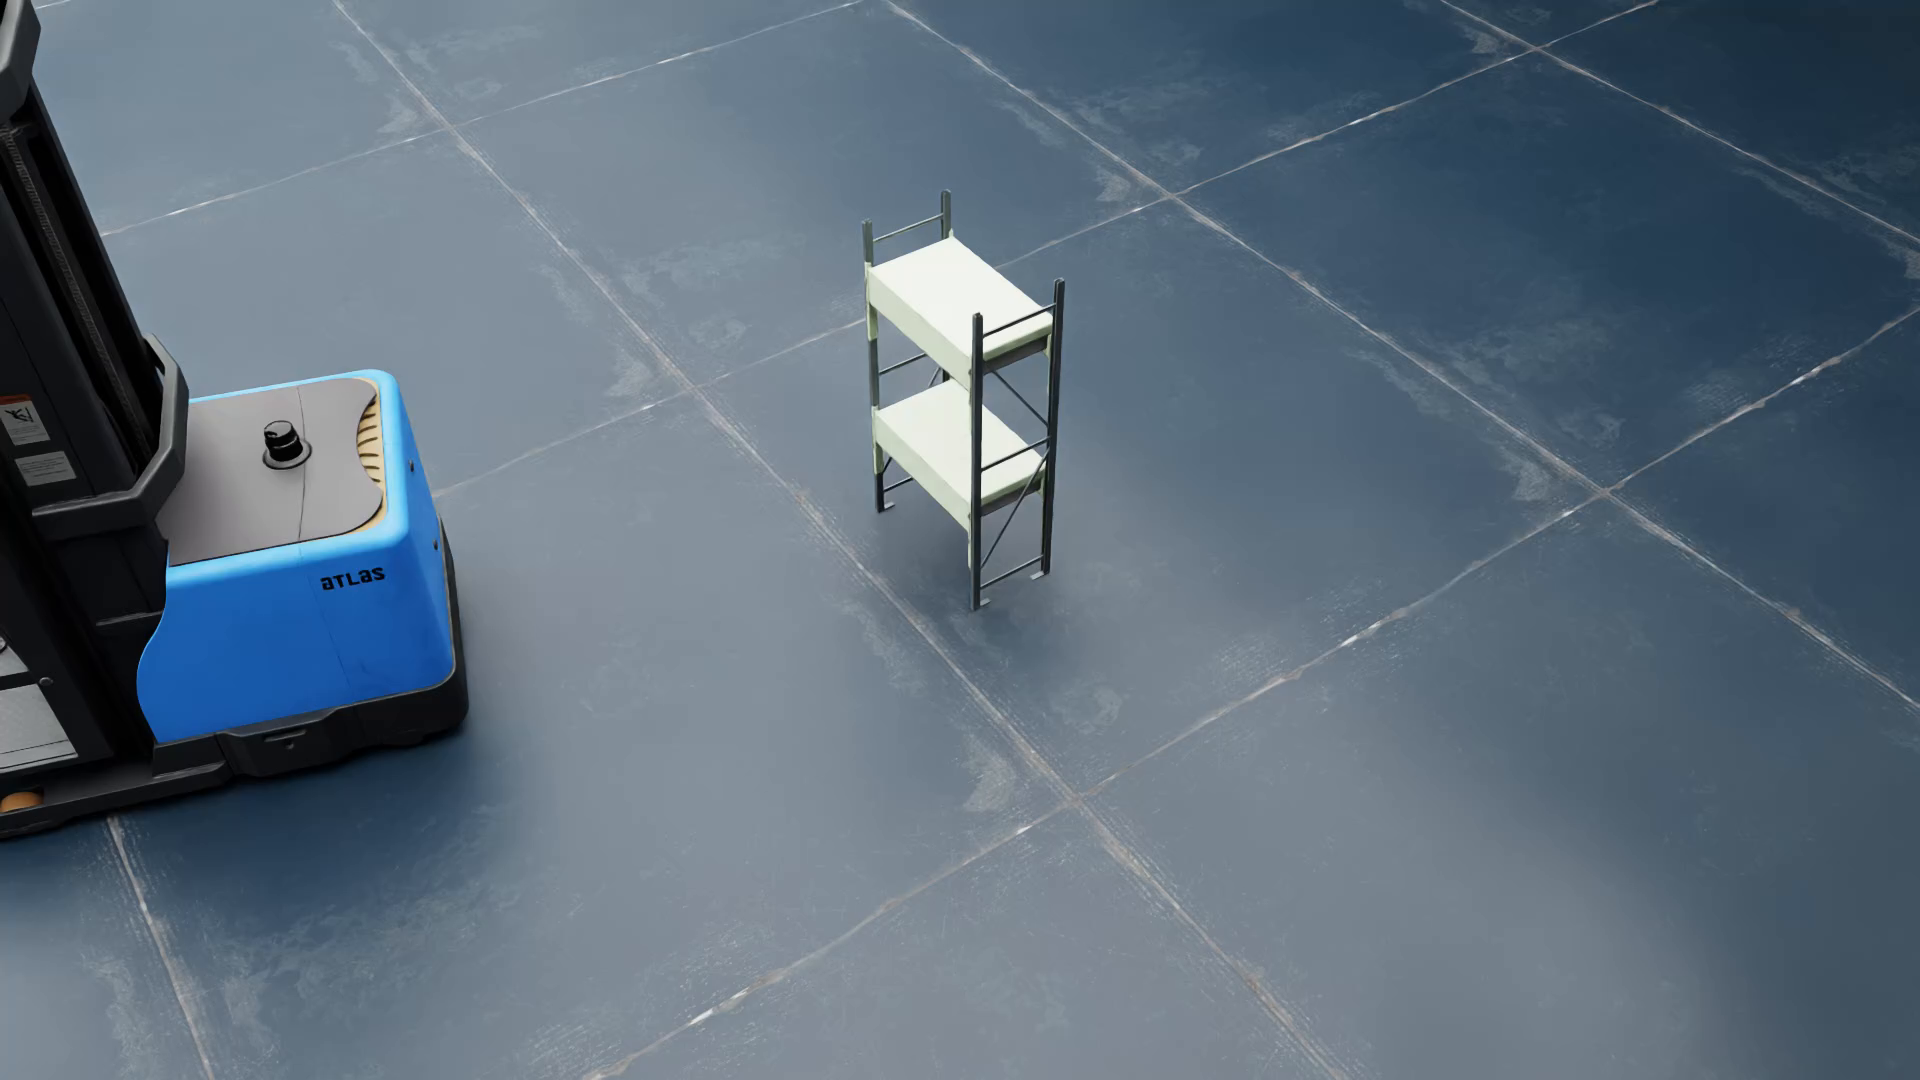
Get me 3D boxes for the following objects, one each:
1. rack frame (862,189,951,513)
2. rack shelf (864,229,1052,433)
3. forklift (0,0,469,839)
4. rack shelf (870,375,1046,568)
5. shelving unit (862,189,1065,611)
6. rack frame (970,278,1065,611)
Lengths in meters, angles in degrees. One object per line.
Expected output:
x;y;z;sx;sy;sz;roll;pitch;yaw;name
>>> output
-0.206;-0.746;6.936;0.400;1.500;0.023;-26;49;-24;rack frame
0.004;-0.821;6.450;0.431;0.370;0.720;-26;49;-24;rack shelf
-3.481;-0.349;5.484;3.031;2.935;1.130;-12;45;-12;forklift
0.004;-0.303;6.944;0.431;0.370;0.720;-26;49;-24;rack shelf
0.004;-0.539;6.719;0.431;1.500;0.755;-26;49;-24;shelving unit
0.213;-0.331;6.502;0.400;1.500;0.023;-26;49;-24;rack frame
